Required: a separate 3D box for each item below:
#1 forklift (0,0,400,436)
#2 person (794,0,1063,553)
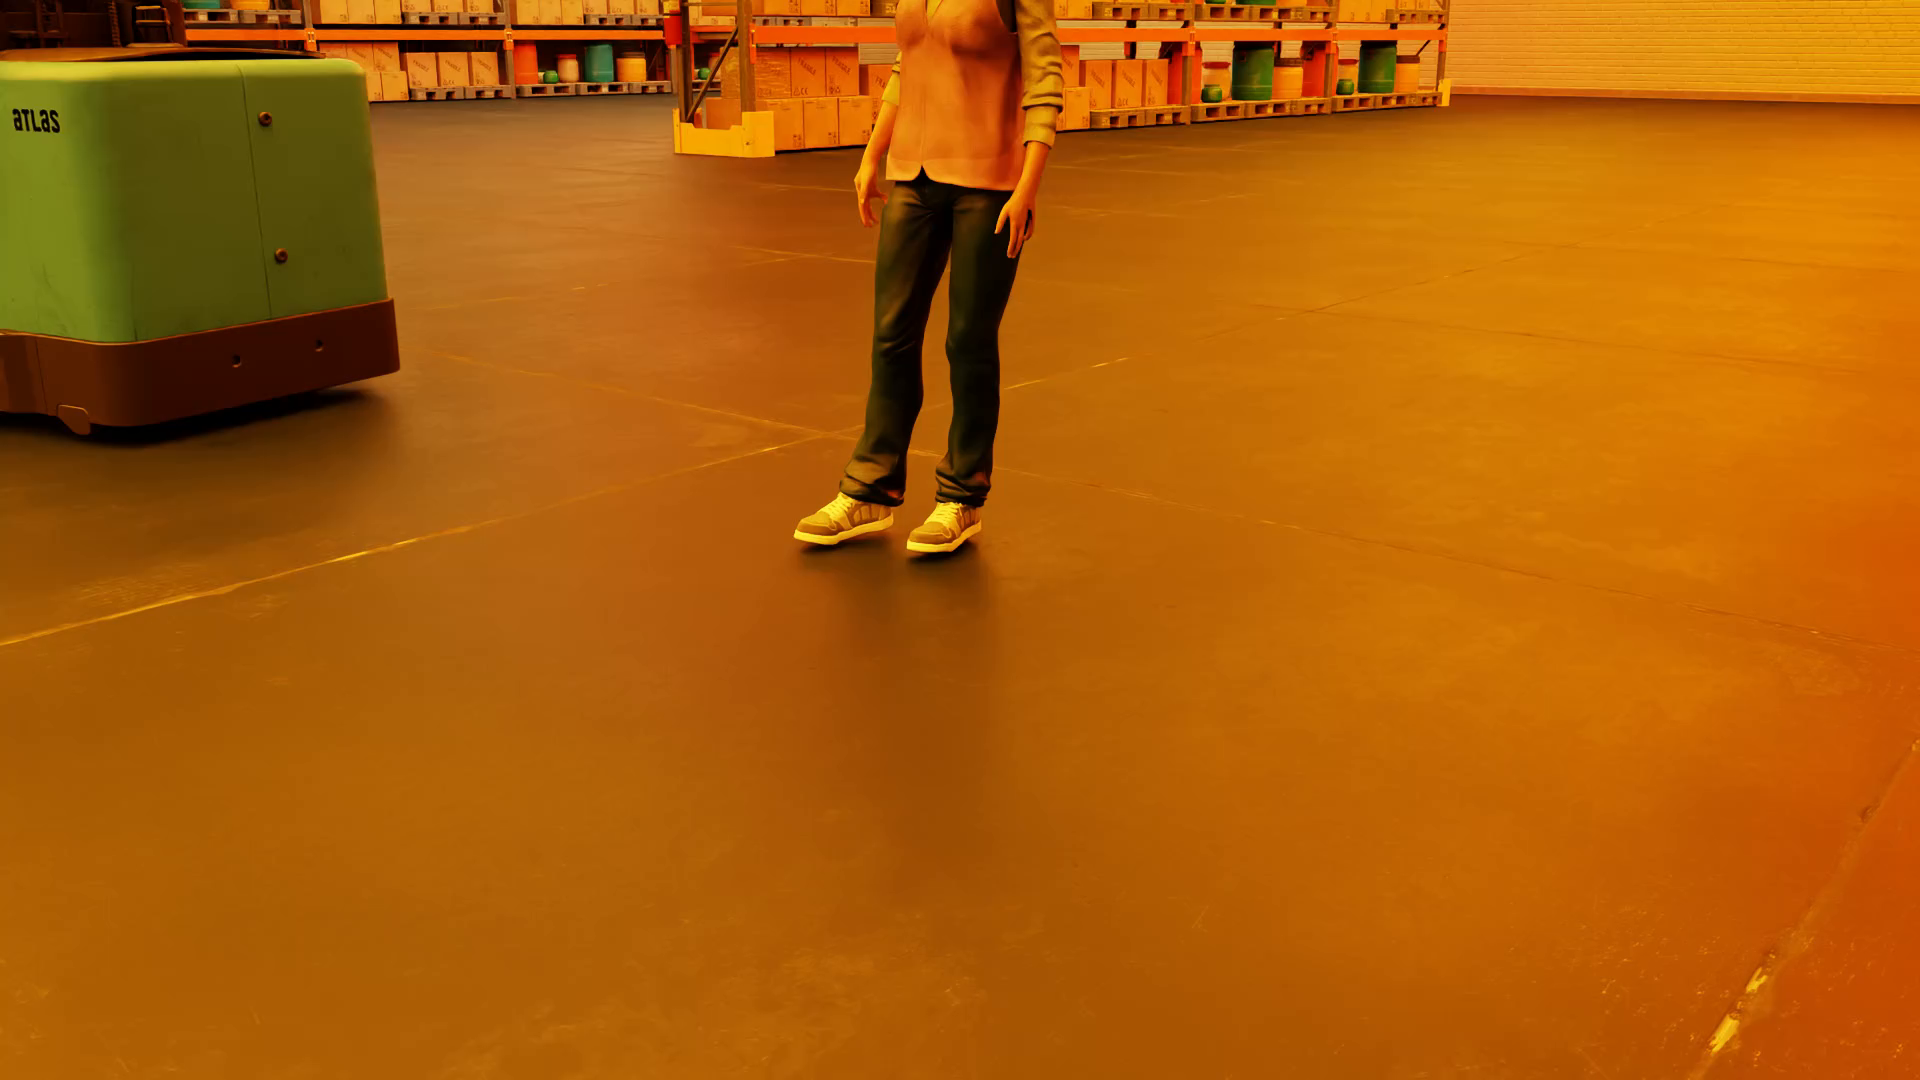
[{"bbox_3d":[-3.409,-1.998,5.478,3.031,2.935,1.130,10,19,29],"label":"forklift"},{"bbox_3d":[-0.058,-0.757,3.662,0.520,1.597,0.476,13,21,37],"label":"person"}]
